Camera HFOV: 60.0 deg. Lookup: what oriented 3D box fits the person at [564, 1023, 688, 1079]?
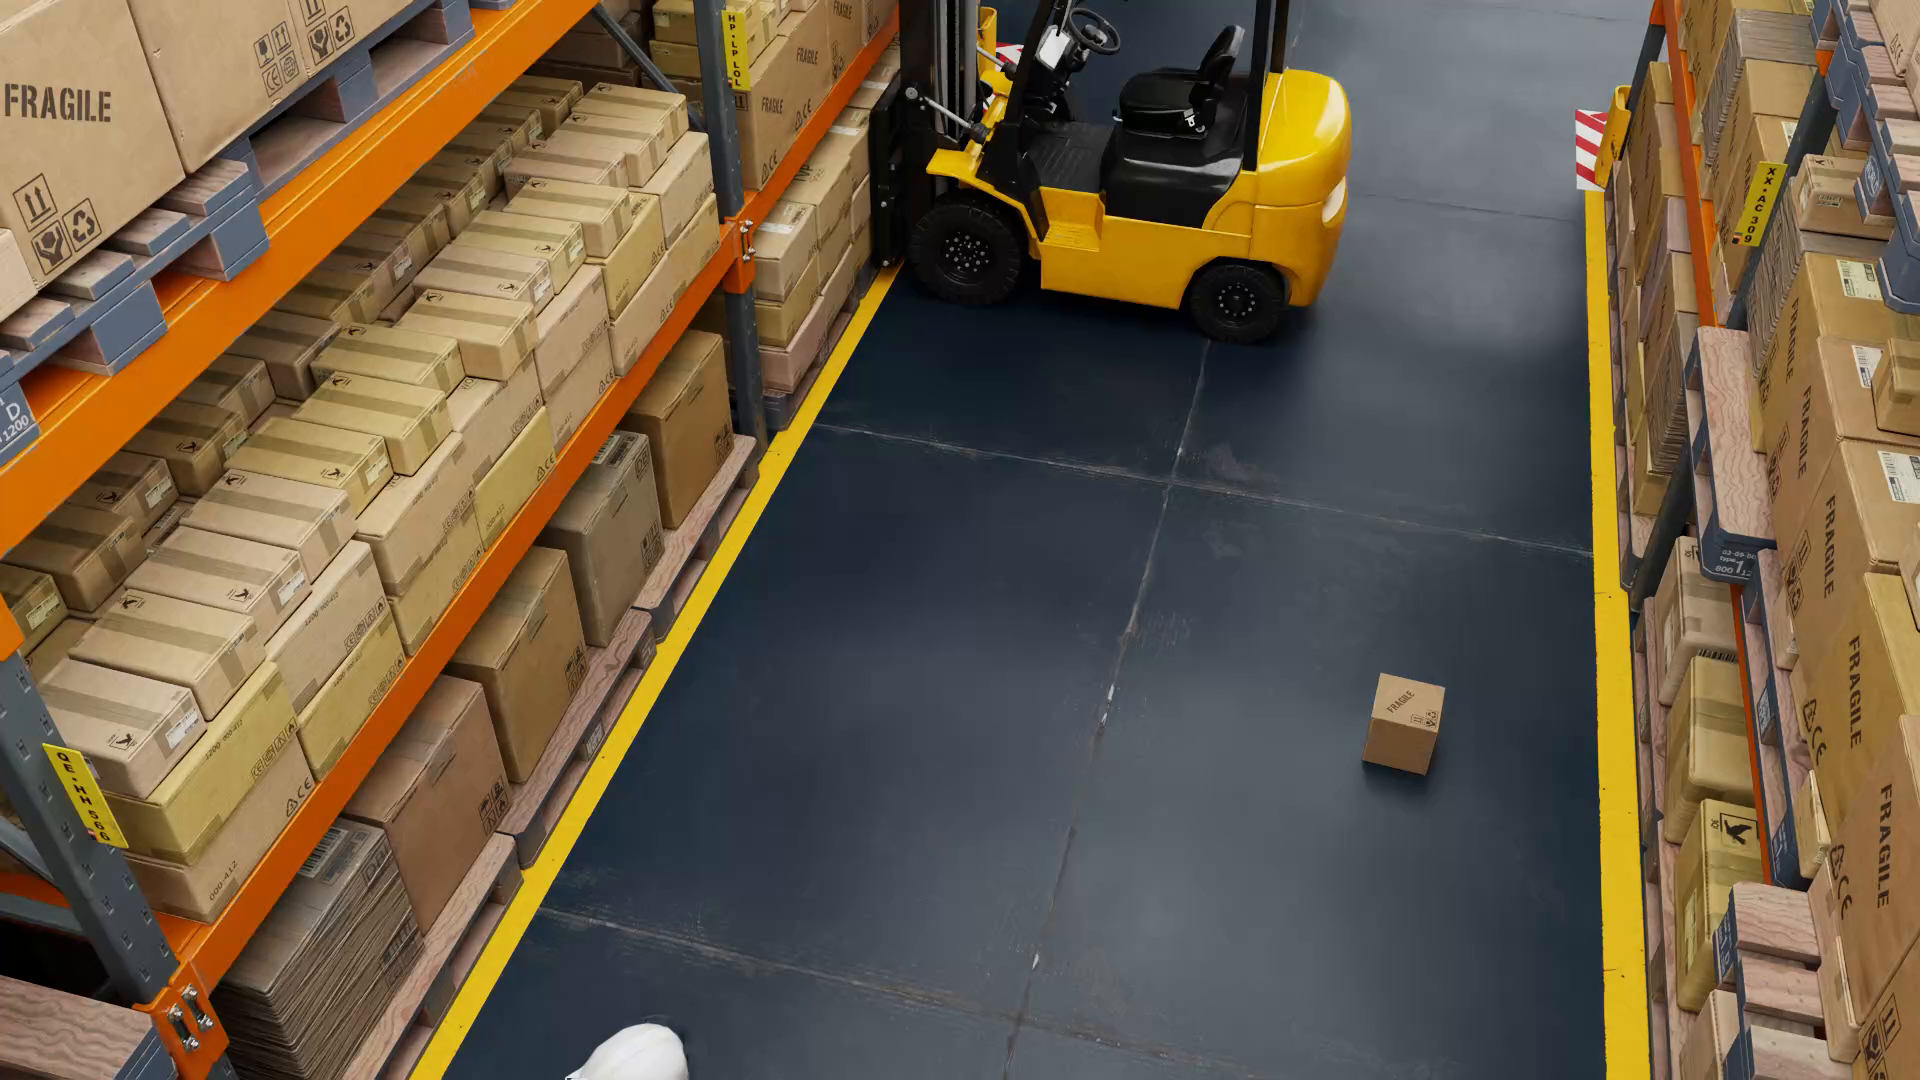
[{"bbox_3d":[-0.760,1.797,4.048,0.563,1.712,1.049,25,47,26],"label":"person"}]
